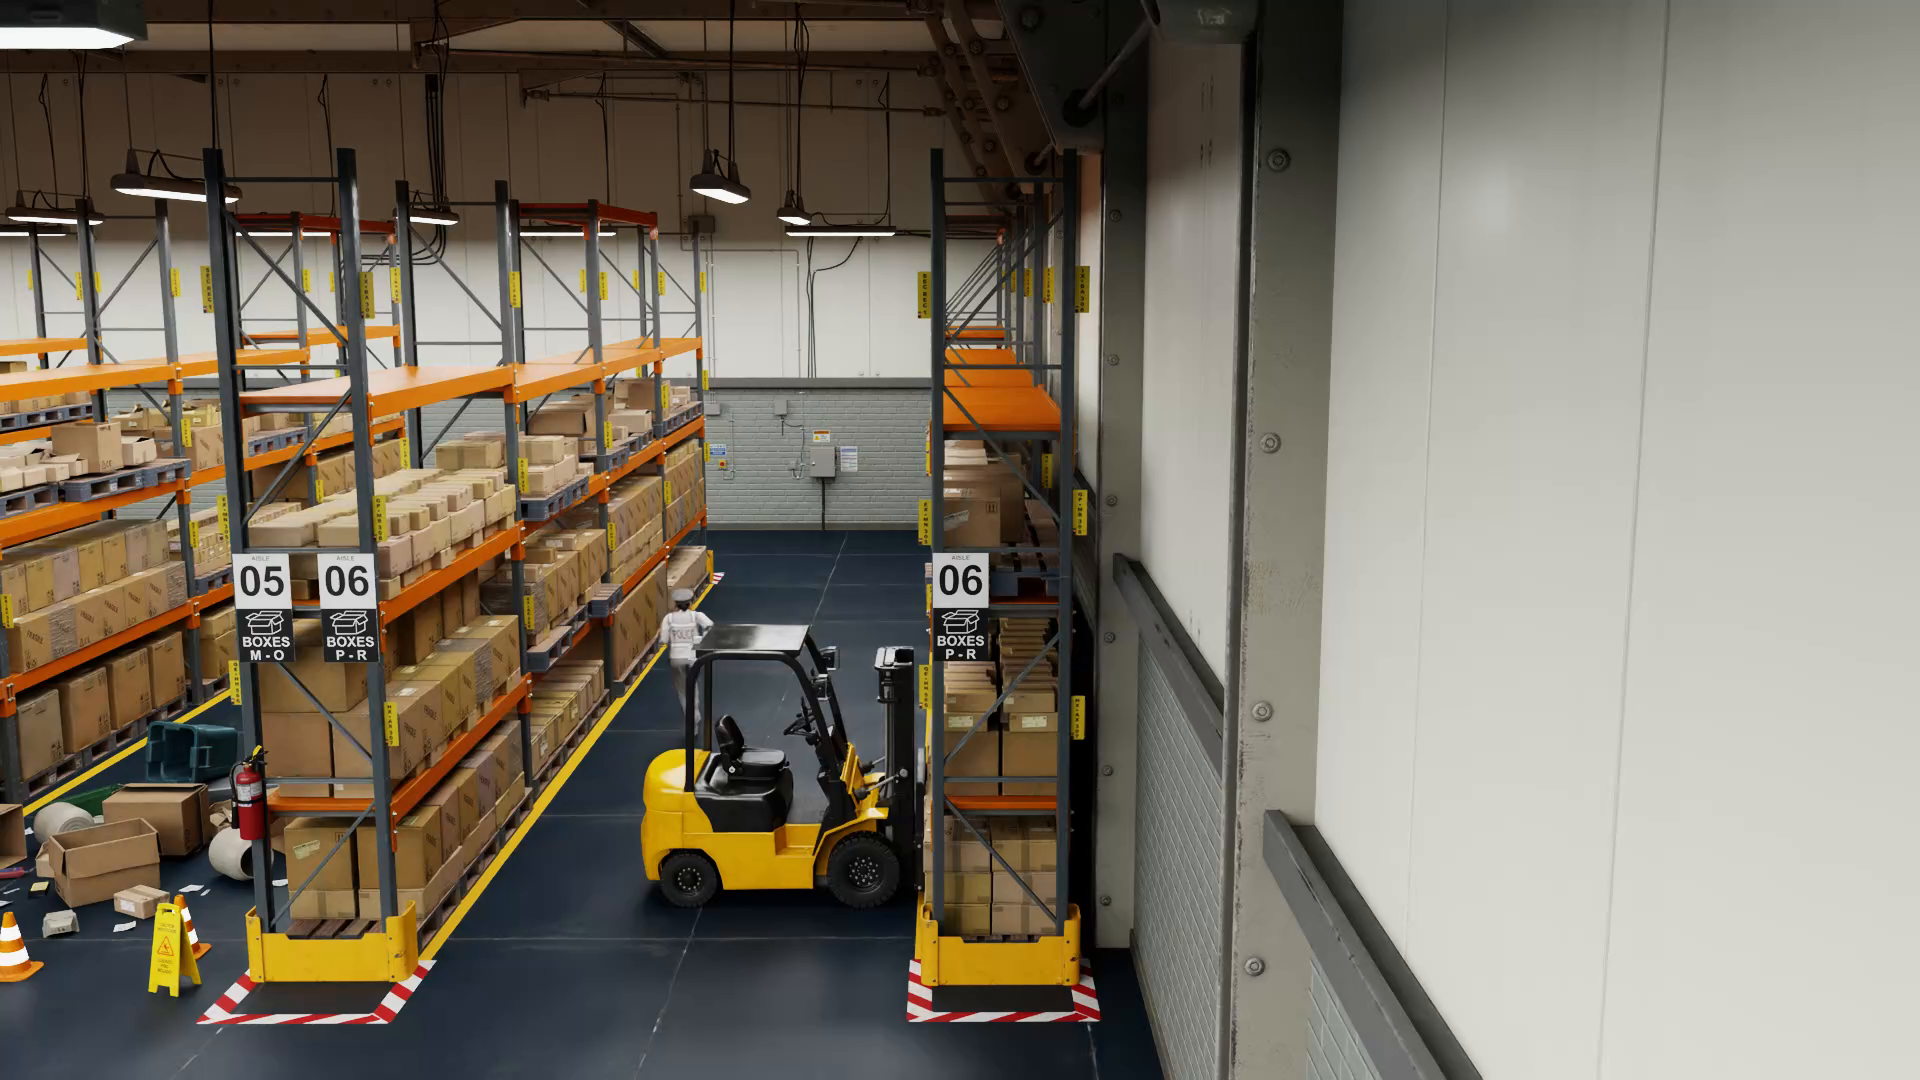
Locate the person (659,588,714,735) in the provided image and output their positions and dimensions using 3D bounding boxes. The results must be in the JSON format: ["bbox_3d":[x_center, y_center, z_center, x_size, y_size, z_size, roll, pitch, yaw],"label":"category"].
[{"bbox_3d":[-3.091,1.369,18.849,0.595,1.608,0.751,-3,10,-17],"label":"person"}]
